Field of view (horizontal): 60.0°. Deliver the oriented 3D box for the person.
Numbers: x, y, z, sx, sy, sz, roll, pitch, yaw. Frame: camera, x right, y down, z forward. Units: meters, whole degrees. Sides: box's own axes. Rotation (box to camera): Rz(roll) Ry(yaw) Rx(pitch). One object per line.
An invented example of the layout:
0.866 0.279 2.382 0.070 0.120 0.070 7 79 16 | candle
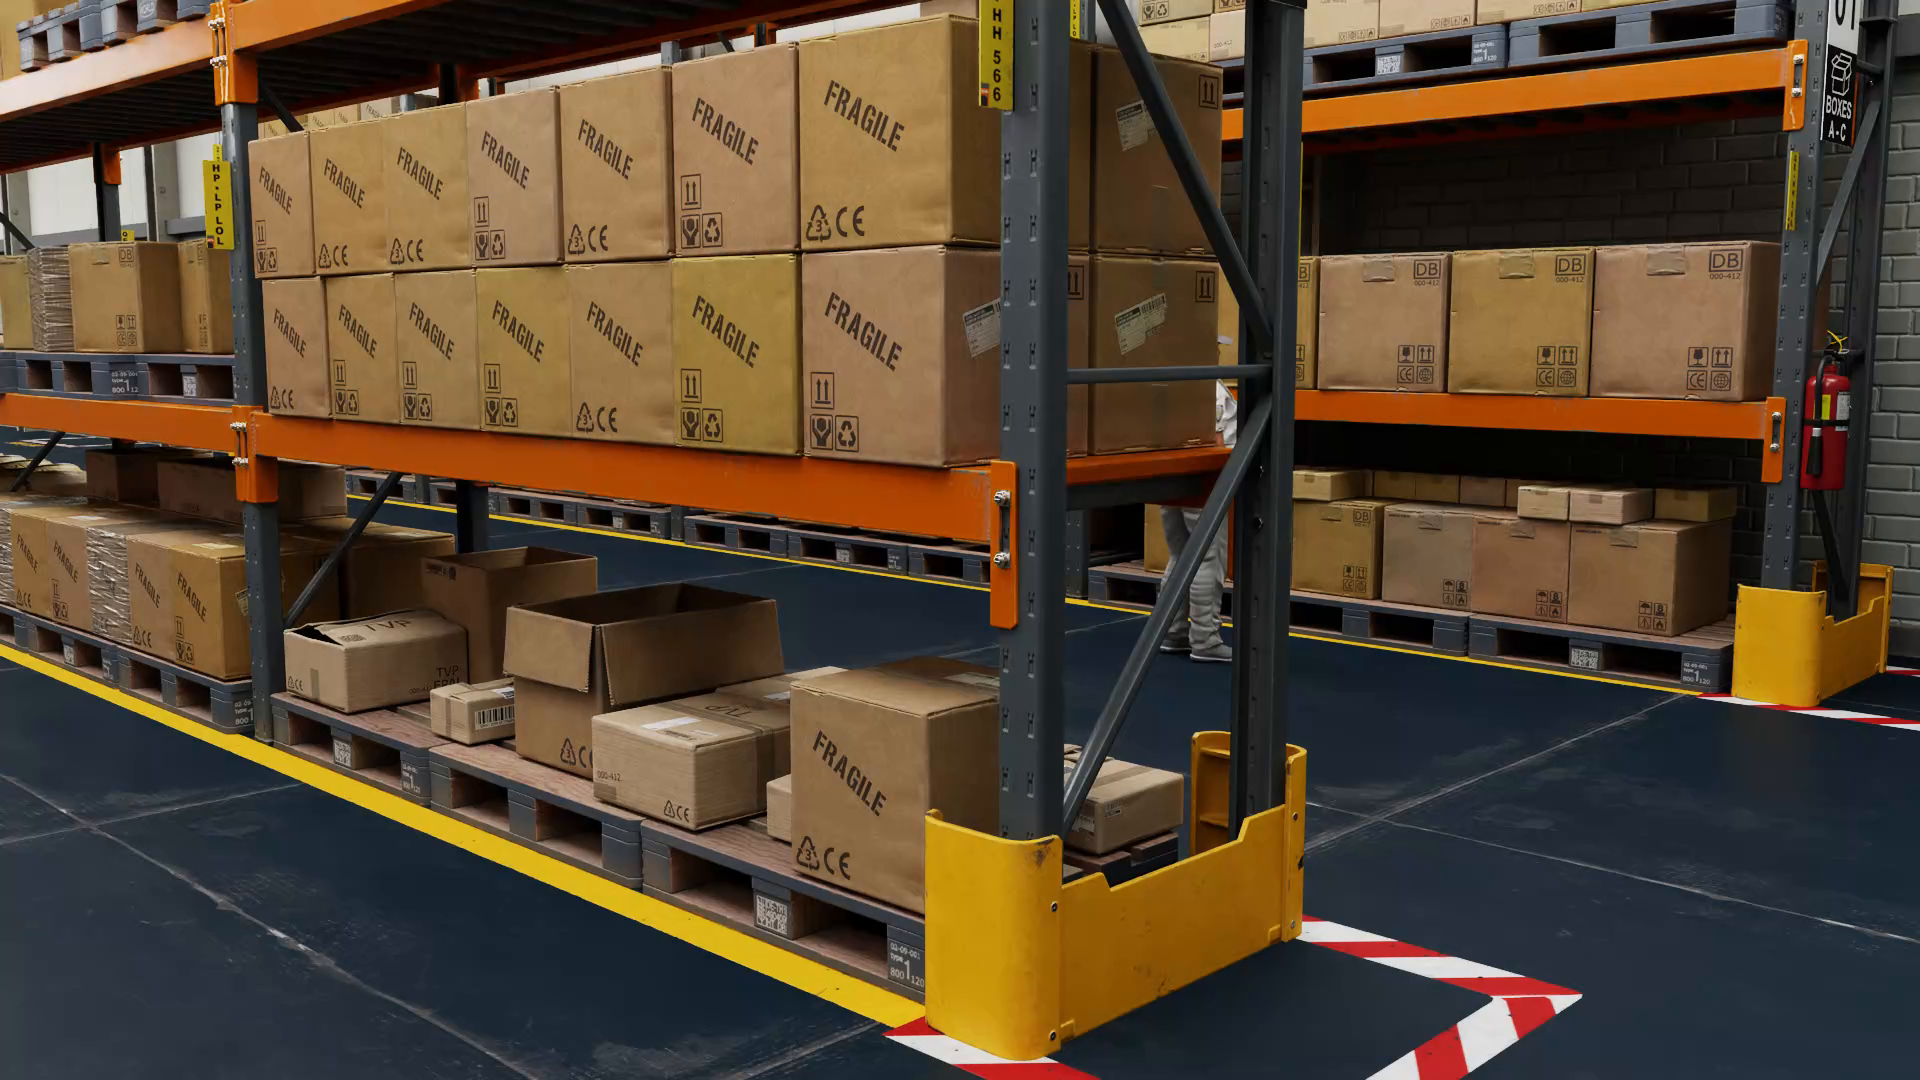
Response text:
1.185 -0.246 8.222 0.392 1.669 0.480 -4 8 -27 | person
